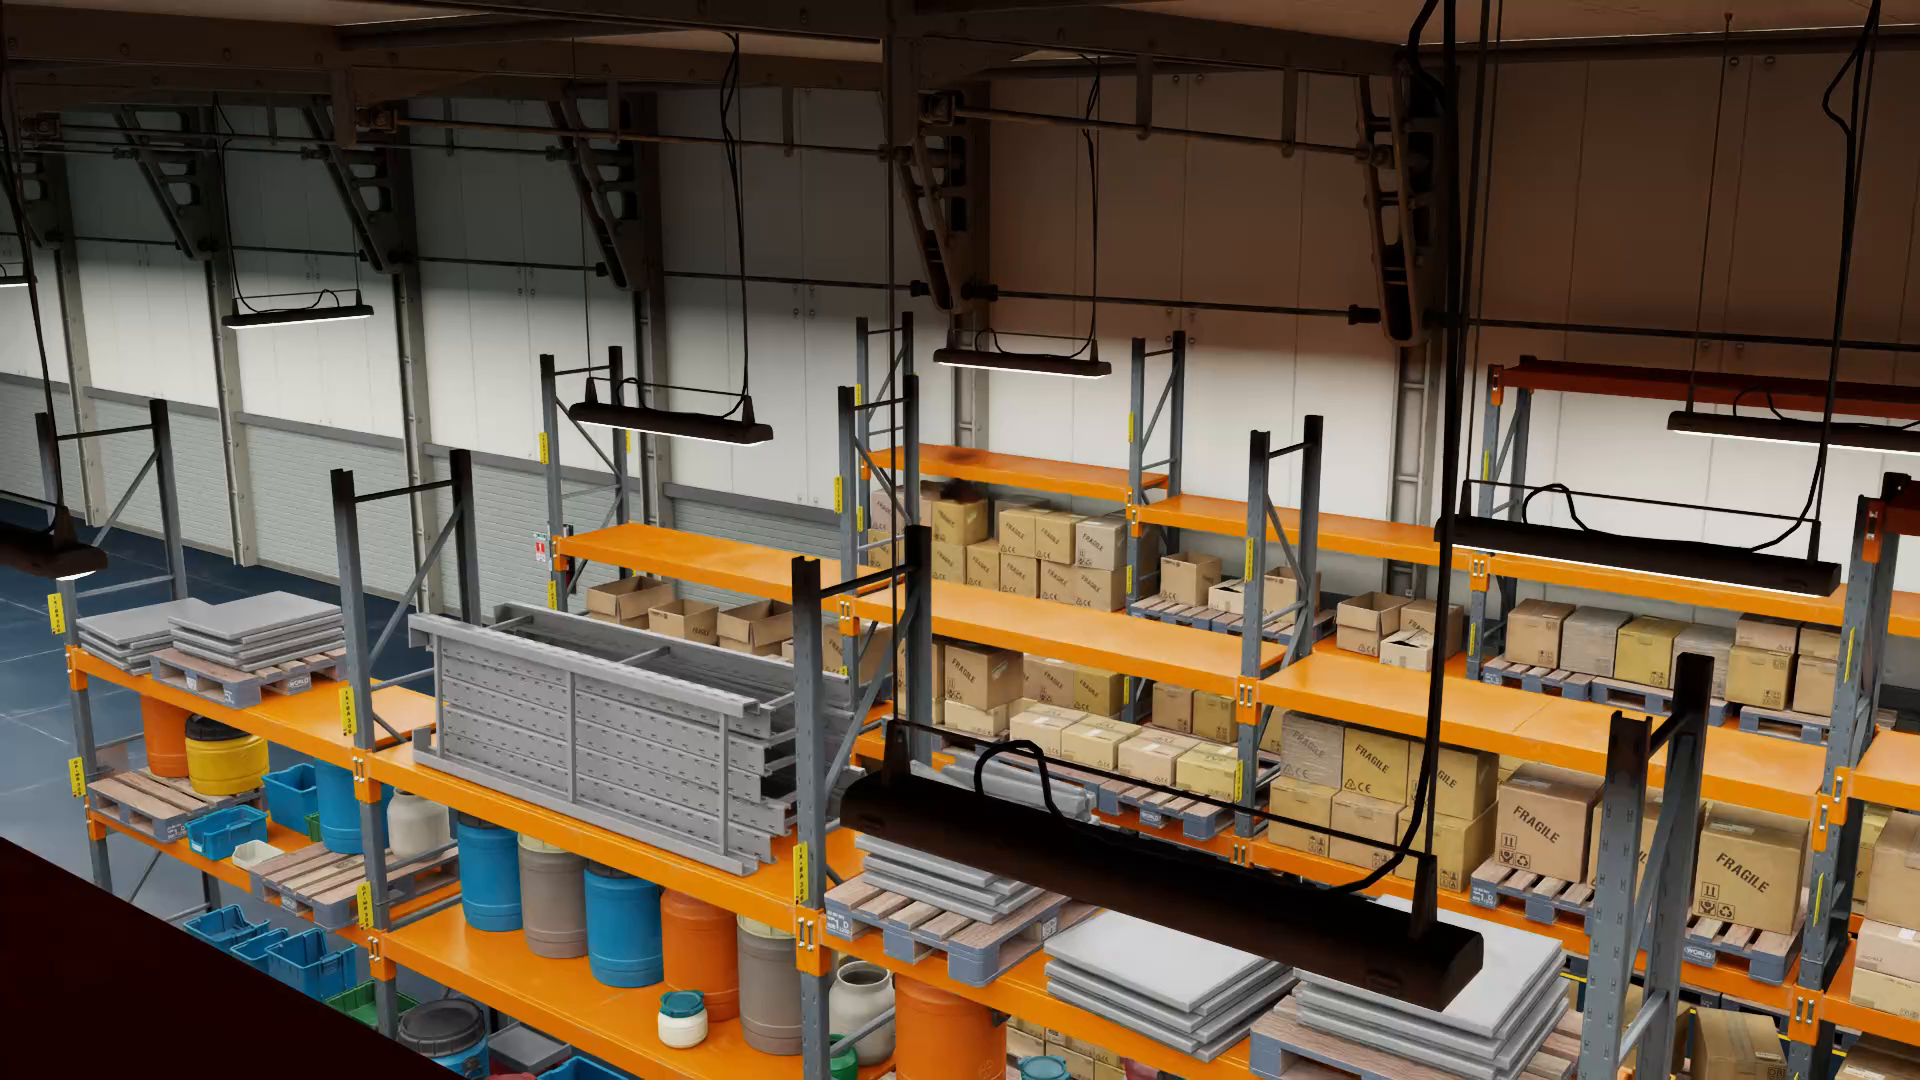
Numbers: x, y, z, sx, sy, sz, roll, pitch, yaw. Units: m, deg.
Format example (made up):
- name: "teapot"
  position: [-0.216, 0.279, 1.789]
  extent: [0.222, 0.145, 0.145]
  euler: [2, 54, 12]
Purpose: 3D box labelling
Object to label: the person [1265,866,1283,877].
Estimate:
- name: "person"
  position: [2.833, 3.636, 15.645]
  extent: [1.058, 1.712, 0.649]
  euler: [10, 16, 36]
